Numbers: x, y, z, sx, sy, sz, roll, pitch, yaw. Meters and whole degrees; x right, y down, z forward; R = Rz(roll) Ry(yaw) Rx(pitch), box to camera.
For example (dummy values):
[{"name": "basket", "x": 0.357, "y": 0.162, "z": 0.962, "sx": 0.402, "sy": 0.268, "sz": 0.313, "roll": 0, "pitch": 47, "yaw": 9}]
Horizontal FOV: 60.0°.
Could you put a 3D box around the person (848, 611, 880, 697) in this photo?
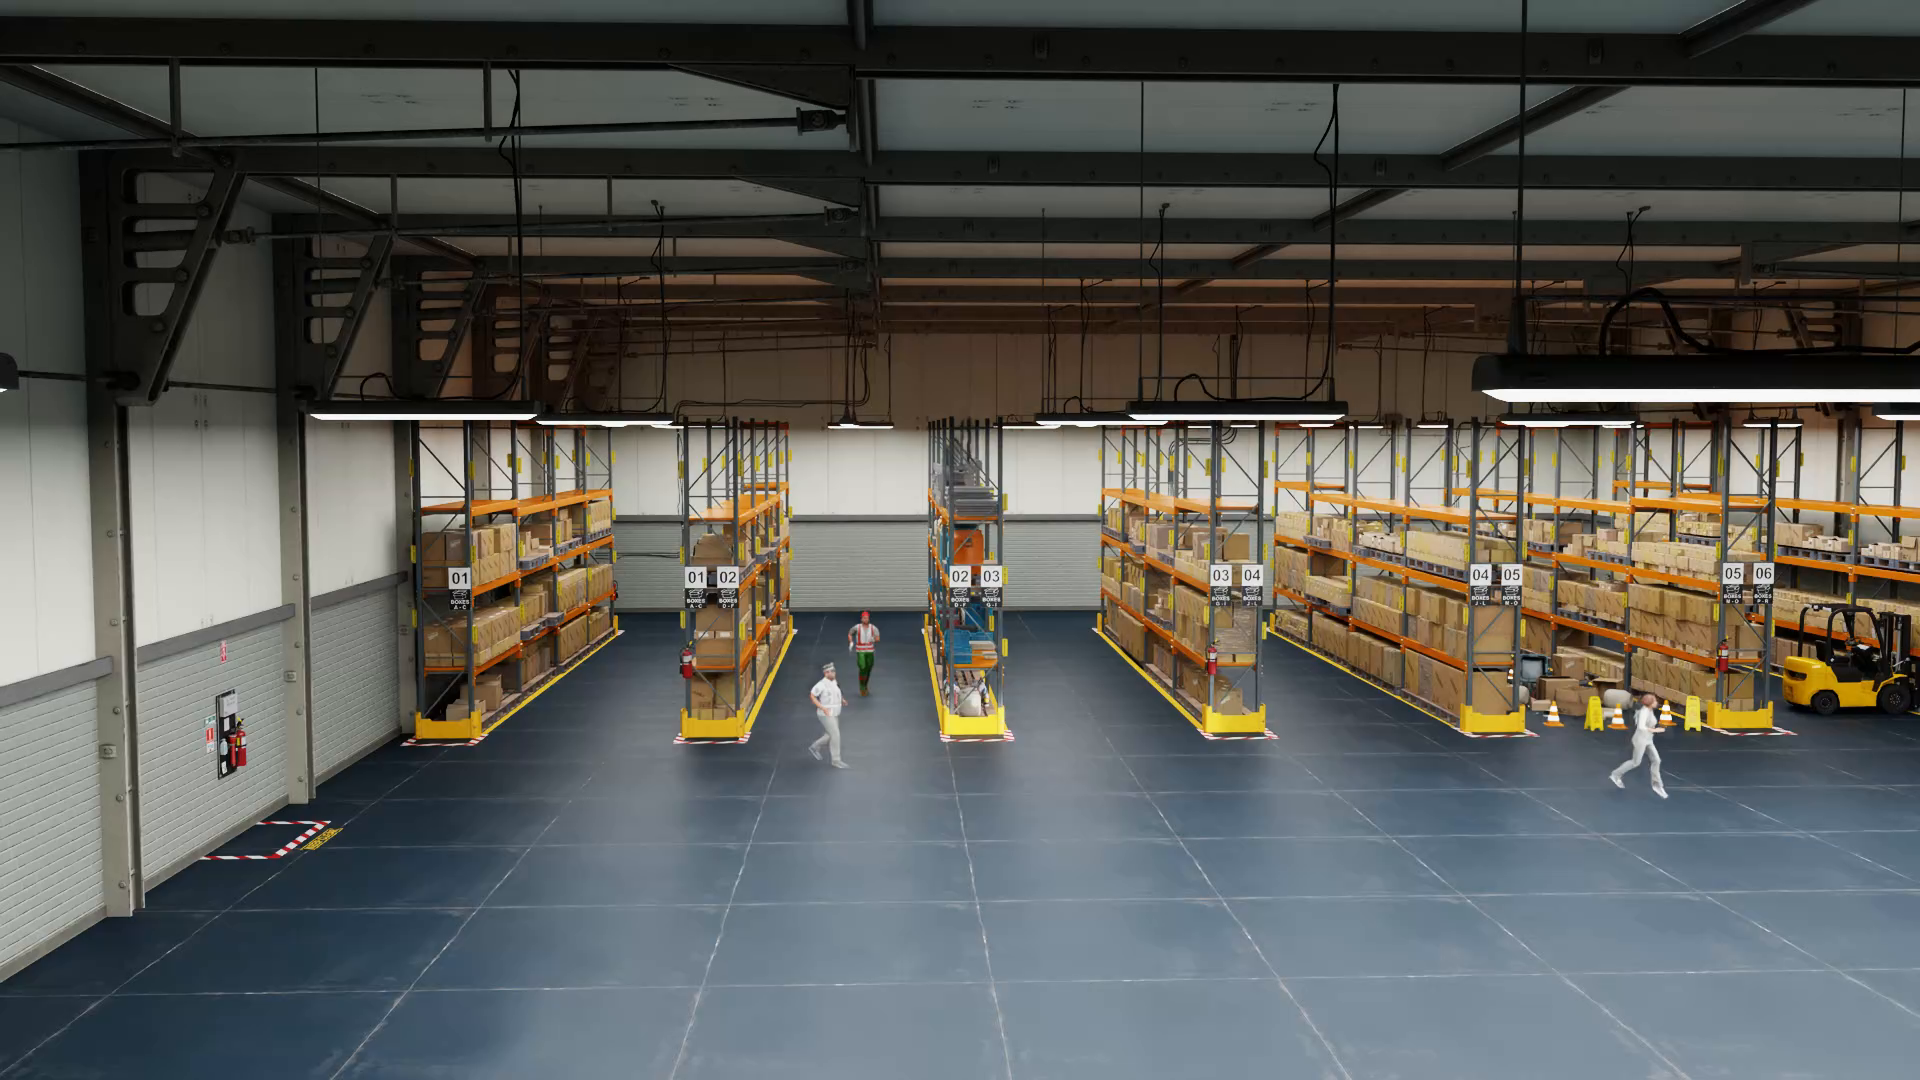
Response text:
[{"name": "person", "x": -2.067, "y": 2.470, "z": 36.117, "sx": 0.645, "sy": 1.848, "sz": 0.790, "roll": -1, "pitch": 4, "yaw": -19}]

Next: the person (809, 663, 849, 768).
[{"name": "person", "x": -2.265, "y": 2.987, "z": 28.451, "sx": 0.811, "sy": 1.785, "sz": 0.666, "roll": 2, "pitch": 4, "yaw": 22}]

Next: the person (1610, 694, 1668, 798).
[{"name": "person", "x": 10.728, "y": 3.216, "z": 26.220, "sx": 0.887, "sy": 1.617, "sz": 0.562, "roll": 3, "pitch": 5, "yaw": 36}]

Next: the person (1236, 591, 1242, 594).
[{"name": "person", "x": 7.761, "y": 1.834, "z": 46.608, "sx": 0.661, "sy": 1.716, "sz": 0.631, "roll": 0, "pitch": 4, "yaw": 7}]
